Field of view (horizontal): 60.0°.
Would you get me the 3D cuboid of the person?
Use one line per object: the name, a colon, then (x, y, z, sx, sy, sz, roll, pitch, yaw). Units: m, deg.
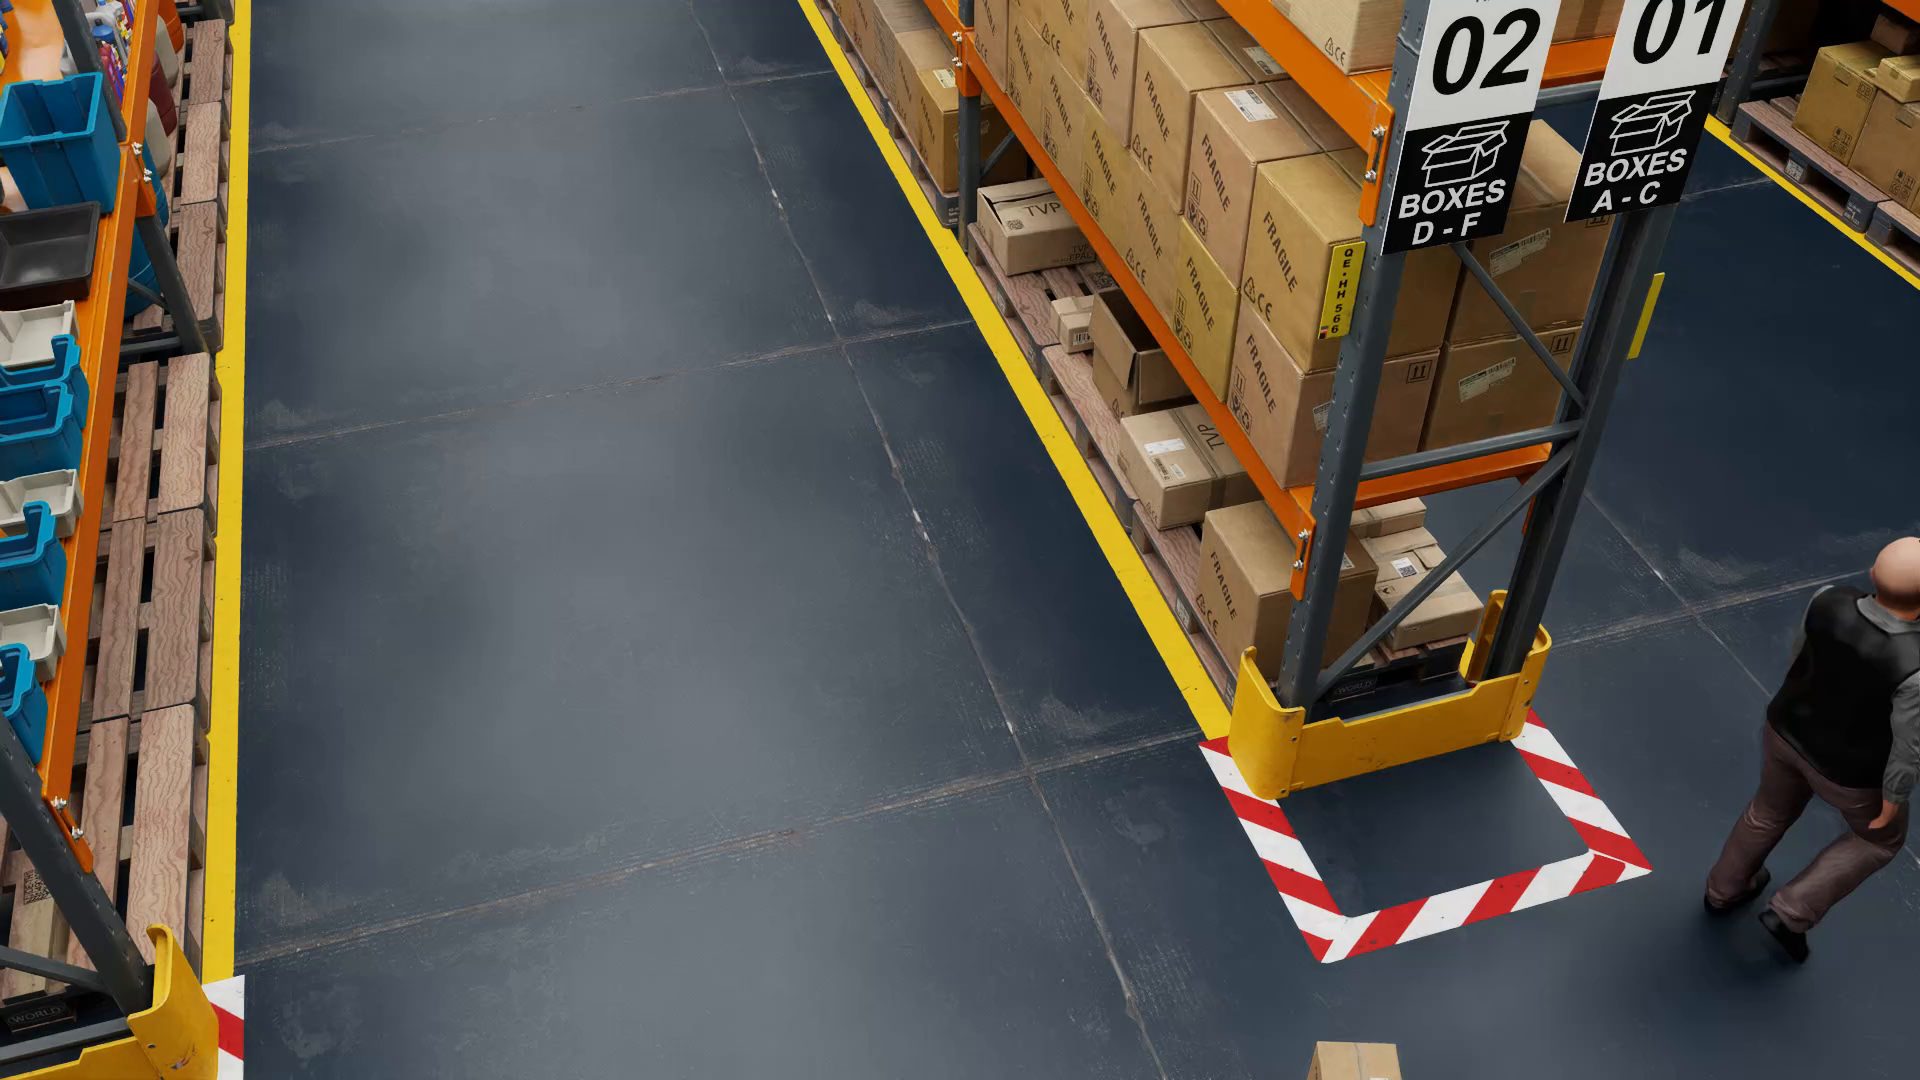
person: (2.870, 0.670, 5.419, 0.445, 1.721, 0.575, -19, 45, -20)
